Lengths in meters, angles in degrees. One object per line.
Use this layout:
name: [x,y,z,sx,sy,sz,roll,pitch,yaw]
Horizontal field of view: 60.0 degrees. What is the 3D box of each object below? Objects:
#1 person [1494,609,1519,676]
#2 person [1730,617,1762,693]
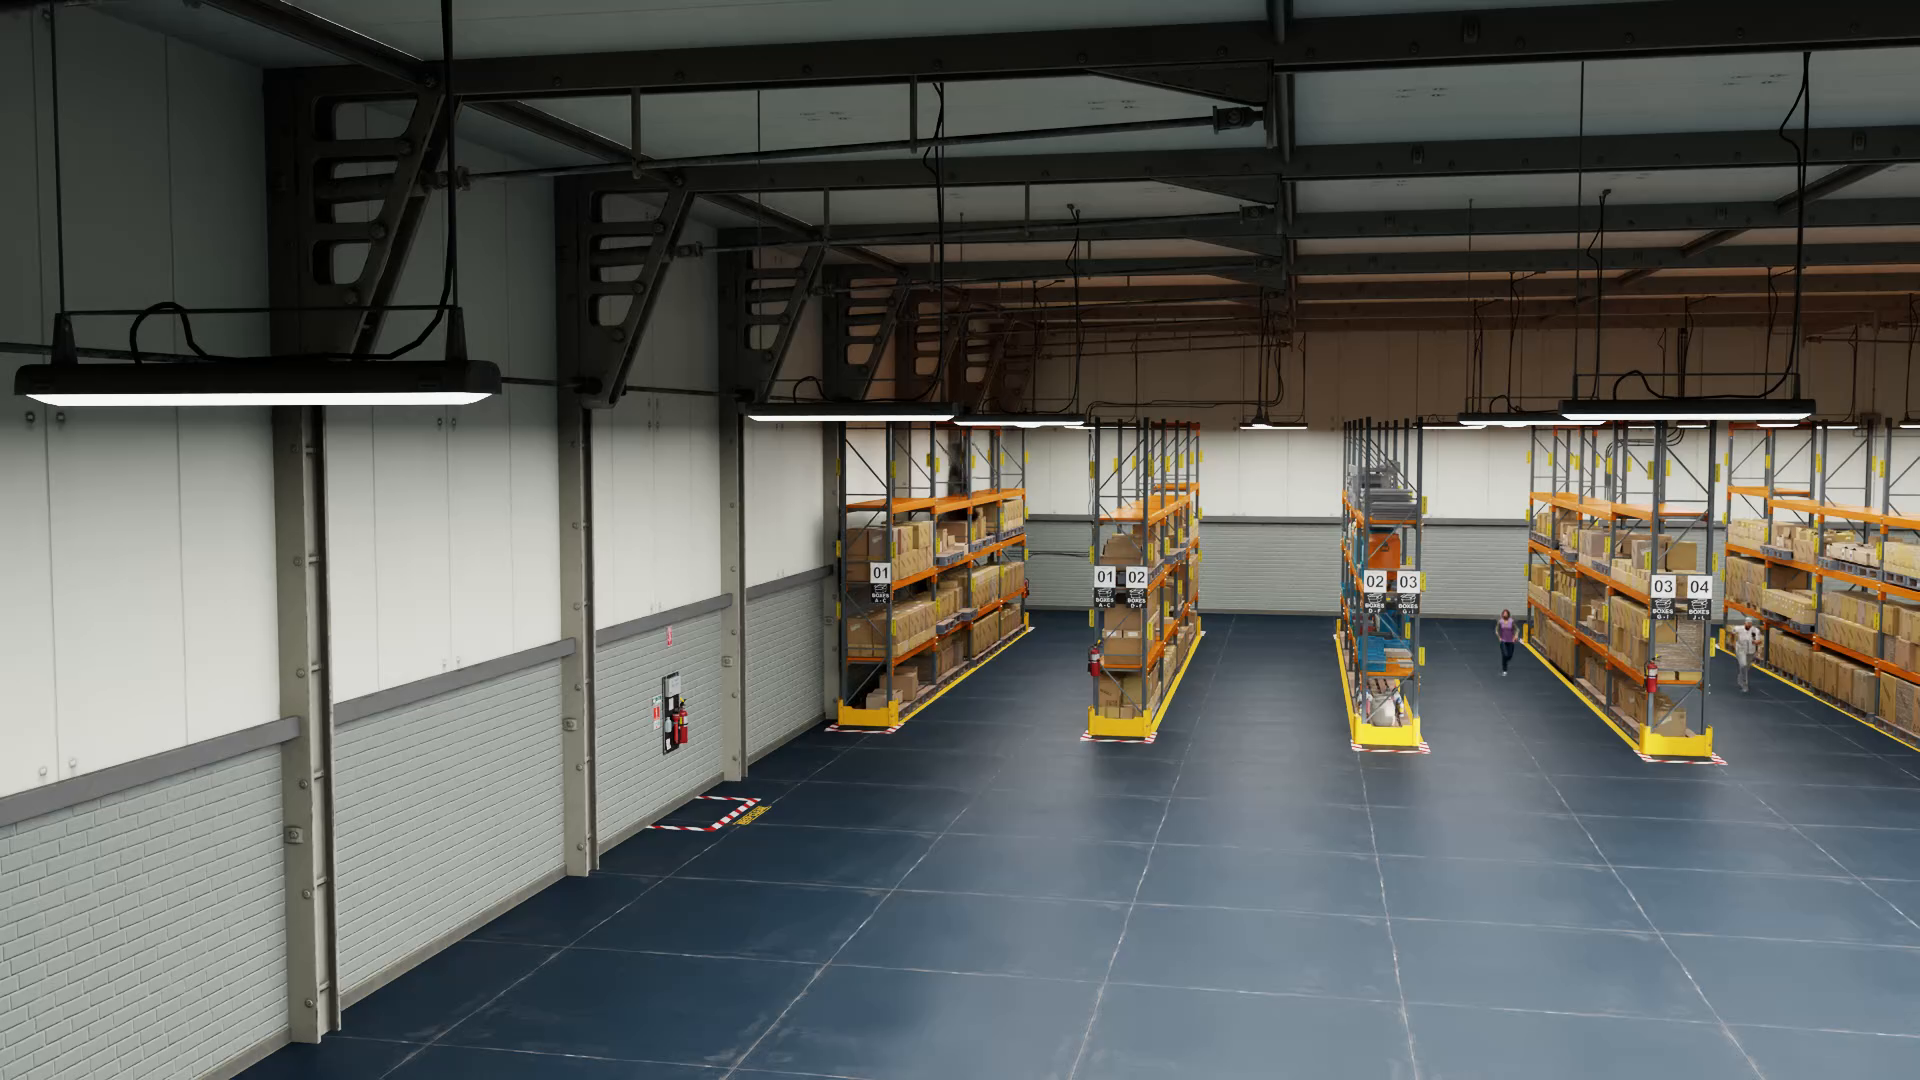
person: [12.897,2.408,39.244,0.556,1.576,0.607,1,4,15]
person: [17.450,2.522,36.968,0.603,1.680,0.963,1,4,10]
